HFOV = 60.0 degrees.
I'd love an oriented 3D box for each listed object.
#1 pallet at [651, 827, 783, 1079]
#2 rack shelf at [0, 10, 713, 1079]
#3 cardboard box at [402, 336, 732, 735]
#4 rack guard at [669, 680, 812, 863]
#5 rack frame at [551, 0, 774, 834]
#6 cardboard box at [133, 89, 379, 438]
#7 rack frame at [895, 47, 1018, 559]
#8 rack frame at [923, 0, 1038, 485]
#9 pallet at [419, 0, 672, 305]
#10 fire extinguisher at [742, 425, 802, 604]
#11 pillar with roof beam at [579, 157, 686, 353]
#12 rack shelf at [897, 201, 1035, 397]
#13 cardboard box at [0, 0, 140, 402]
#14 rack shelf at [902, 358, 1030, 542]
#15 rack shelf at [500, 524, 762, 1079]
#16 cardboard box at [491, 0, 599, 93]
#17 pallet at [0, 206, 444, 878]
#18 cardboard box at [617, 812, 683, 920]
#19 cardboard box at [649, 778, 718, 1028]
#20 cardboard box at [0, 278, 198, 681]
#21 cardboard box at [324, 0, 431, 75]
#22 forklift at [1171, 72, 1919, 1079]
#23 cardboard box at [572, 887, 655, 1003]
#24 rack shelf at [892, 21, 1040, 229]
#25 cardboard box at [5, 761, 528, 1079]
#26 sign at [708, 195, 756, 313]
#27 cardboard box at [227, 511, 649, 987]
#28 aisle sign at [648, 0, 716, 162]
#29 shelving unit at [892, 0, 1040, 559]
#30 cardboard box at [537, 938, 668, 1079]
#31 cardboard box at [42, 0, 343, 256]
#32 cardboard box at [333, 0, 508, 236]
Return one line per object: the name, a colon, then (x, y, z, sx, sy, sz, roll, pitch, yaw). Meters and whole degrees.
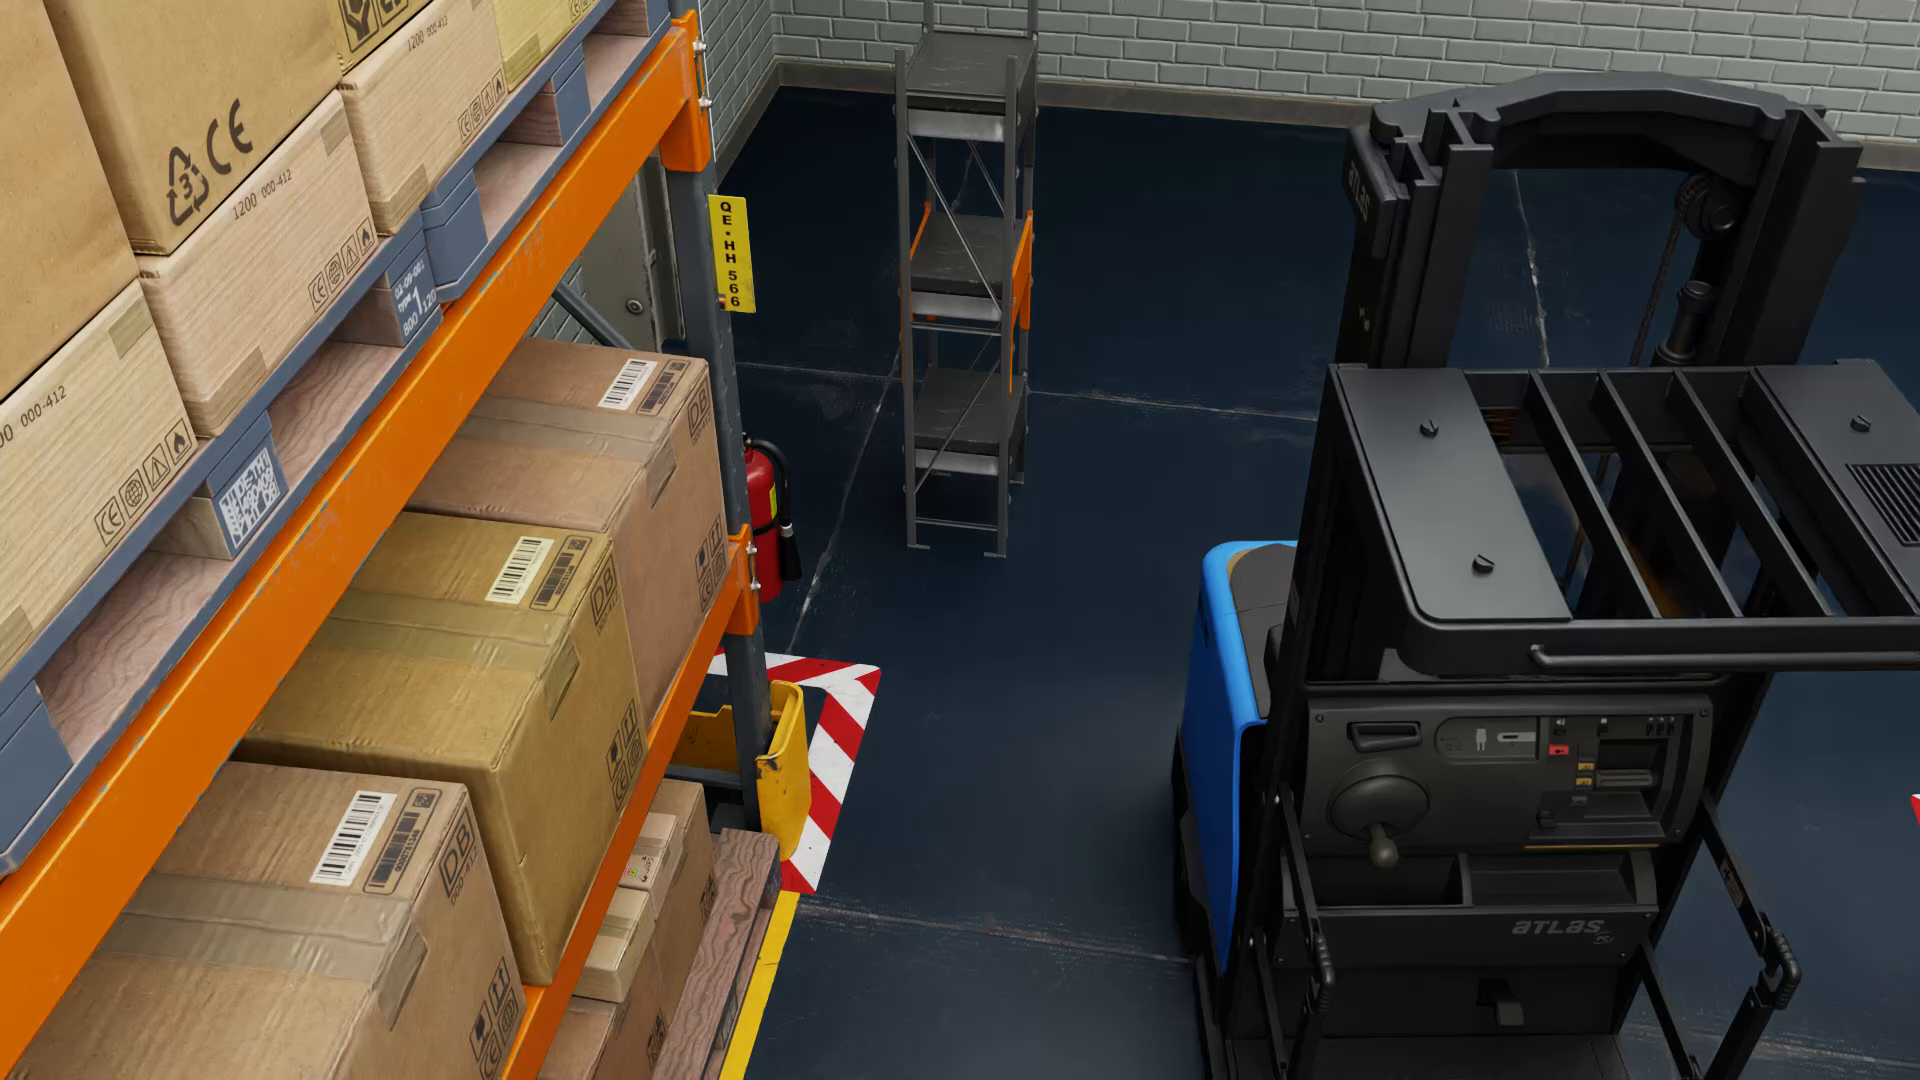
pallet: (-1.167, 1.341, 4.963, 1.003, 0.211, 1.213, 6, 40, 8)
rack shelf: (-1.451, 0.132, 2.447, 1.077, 0.370, 4.000, 6, 40, 8)
cardboard box: (-1.184, -0.039, 4.207, 0.980, 0.700, 0.700, 8, 40, 10)
rack guard: (-1.101, 0.704, 5.506, 1.175, 0.500, 0.348, 6, 40, 8)
rack frame: (-1.105, -0.244, 4.691, 1.000, 3.000, 0.127, 6, 40, 8)
cardboard box: (-1.145, -0.400, 2.236, 0.500, 0.250, 0.500, 5, 40, 6)
rack frame: (-0.014, -0.760, 6.021, 0.400, 2.100, 0.015, 6, 40, 8)
rack frame: (0.071, -1.066, 6.392, 0.400, 2.100, 0.015, 6, 40, 8)
pallet: (-1.223, -0.899, 3.199, 1.003, 0.211, 1.213, 6, 40, 8)
fire extinguisher: (-0.625, -0.115, 4.888, 0.296, 0.674, 0.183, 6, 40, 8)
pillar with roof beam: (2.750, -3.872, 4.371, 9.100, 9.000, 0.400, 6, 40, 8)
rack shelf: (0.029, -0.903, 6.215, 0.431, 0.518, 0.480, 6, 40, 8)
cardboard box: (-1.235, -0.372, 1.613, 0.500, 0.500, 0.500, 7, 40, 8)
rack shelf: (0.029, -0.363, 6.661, 0.431, 0.518, 0.480, 6, 40, 8)
rack shelf: (-1.451, 1.288, 3.403, 1.077, 0.370, 4.000, 6, 40, 8)
cardboard box: (-0.971, -1.054, 3.026, 0.500, 0.250, 0.500, 8, 40, 9)
pallet: (-1.432, -0.132, 2.271, 1.003, 0.211, 1.213, 6, 40, 8)
cardboard box: (-0.971, 0.858, 4.481, 0.380, 0.149, 0.250, 6, 40, 7)
cardboard box: (-1.128, 1.008, 4.809, 0.700, 0.500, 0.500, 6, 40, 8)
cardboard box: (-1.235, -0.078, 1.846, 0.500, 0.250, 0.500, 5, 40, 6)
cardboard box: (-1.061, -1.030, 2.408, 0.500, 0.500, 0.500, 8, 40, 9)
forklift: (1.267, 0.633, 3.684, 1.130, 2.935, 3.031, -1, 40, -1)
cardboard box: (-1.014, 1.019, 4.287, 0.380, 0.149, 0.250, 7, 40, 9)
rack shelf: (0.029, -1.442, 5.769, 0.431, 0.518, 0.480, 6, 40, 8)
cardboard box: (-1.440, 0.897, 3.076, 0.980, 0.700, 0.700, 5, 40, 6)
sign: (-0.573, -0.713, 4.164, 0.100, 0.325, 0.005, 6, 40, 8)
cardboard box: (-1.299, 0.419, 3.654, 0.980, 0.700, 0.700, 6, 40, 7)
aisle sign: (-0.797, -1.258, 3.878, 0.394, 0.787, 0.004, 6, 40, 8)
shelving unit: (0.029, -0.913, 6.207, 0.431, 2.100, 0.503, 6, 40, 8)
cardboard box: (-1.214, 1.322, 4.430, 0.700, 0.500, 0.500, 6, 40, 8)
cardboard box: (-1.143, -0.701, 2.011, 0.500, 0.500, 0.500, 5, 40, 6)
cardboard box: (-1.060, -0.727, 2.631, 0.500, 0.250, 0.500, 5, 40, 6)
